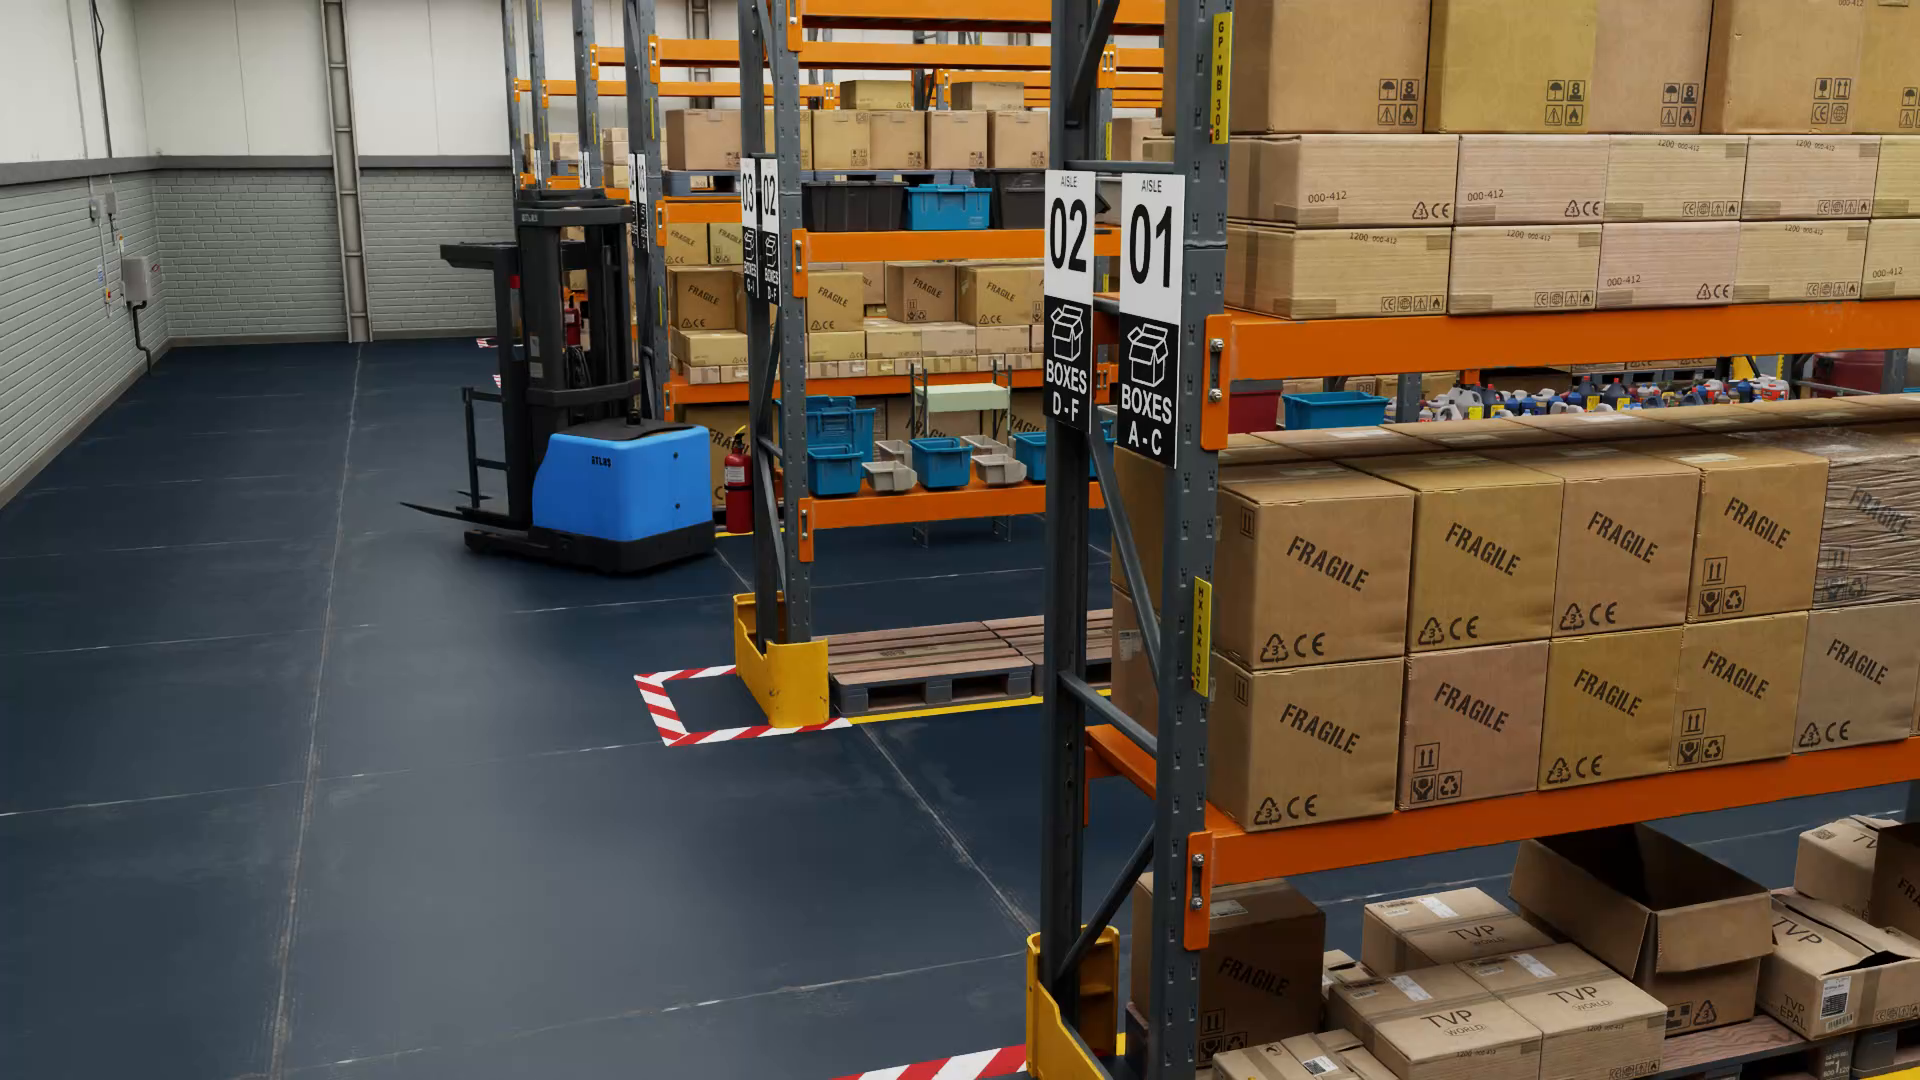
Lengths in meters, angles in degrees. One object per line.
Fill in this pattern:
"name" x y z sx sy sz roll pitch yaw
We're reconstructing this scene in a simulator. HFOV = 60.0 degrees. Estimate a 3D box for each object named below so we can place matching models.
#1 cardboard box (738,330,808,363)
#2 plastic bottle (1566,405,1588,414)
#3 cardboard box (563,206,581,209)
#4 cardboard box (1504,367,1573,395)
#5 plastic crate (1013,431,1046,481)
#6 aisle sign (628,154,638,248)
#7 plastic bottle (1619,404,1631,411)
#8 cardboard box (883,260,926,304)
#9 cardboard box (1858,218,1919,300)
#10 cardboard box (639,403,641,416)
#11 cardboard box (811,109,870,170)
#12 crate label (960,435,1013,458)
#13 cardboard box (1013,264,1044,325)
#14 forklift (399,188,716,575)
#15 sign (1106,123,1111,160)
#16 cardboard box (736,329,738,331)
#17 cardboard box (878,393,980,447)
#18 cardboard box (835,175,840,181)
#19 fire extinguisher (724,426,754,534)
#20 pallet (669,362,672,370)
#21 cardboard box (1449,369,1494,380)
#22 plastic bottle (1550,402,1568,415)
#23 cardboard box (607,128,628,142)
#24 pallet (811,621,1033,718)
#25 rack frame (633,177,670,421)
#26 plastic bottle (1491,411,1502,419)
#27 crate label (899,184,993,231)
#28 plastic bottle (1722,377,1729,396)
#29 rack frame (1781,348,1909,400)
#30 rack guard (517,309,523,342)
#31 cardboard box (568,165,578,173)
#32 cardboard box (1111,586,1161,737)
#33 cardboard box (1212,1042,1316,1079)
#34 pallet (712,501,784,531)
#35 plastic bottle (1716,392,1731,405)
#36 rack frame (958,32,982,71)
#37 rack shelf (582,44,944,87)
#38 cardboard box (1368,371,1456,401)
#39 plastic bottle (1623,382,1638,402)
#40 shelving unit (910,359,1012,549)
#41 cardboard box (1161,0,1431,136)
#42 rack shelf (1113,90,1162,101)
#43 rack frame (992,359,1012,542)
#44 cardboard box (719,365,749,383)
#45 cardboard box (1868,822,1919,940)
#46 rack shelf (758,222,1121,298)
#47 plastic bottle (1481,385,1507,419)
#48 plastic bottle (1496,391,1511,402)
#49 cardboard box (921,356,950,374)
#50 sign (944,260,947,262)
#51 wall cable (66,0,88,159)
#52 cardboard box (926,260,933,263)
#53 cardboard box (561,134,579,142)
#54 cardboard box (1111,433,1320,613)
"cardboard box" -1.625 -1.688 14.437 0.500 0.250 0.500 -5 14 -19
"plastic bottle" 4.152 -0.767 11.155 0.135 0.276 0.152 -4 14 -18
"cardboard box" -5.392 -4.590 23.177 0.250 0.149 0.380 -4 14 -17
"cardboard box" 6.051 -1.651 17.430 0.500 0.250 0.500 -3 14 -12
"plastic crate" 0.510 -0.505 10.014 0.300 0.233 0.416 -4 14 -18
"aisle sign" -2.820 -2.925 14.340 0.004 0.787 0.394 -4 14 -18
"plastic bottle" 4.491 -0.785 11.238 0.097 0.271 0.097 0 13 0
"cardboard box" -0.719 -3.086 19.776 0.500 0.500 0.500 -4 14 -18
"cardboard box" 2.966 -0.941 5.459 0.500 0.250 0.500 -4 14 -18
"cardboard box" -3.544 -1.481 19.140 0.250 0.149 0.380 -4 14 -17
"cardboard box" -1.134 -3.475 14.447 0.500 0.500 0.700 -5 14 -22
"crate label" 0.174 -0.559 10.449 0.243 0.136 0.396 -4 14 -18
"cardboard box" 0.785 -2.239 15.135 0.500 0.500 0.500 -4 14 -16
"forklift" -3.488 -1.400 13.696 3.031 2.935 1.130 9 16 34
"sign" 1.313 -3.523 14.701 0.005 0.325 0.100 -4 14 -18
"cardboard box" -1.801 -1.803 14.922 0.500 0.250 0.500 -5 14 -19
"cardboard box" -0.369 -0.968 15.415 0.875 0.875 0.875 -4 14 -18
"cardboard box" -1.688 -4.209 19.199 0.500 0.250 0.500 -5 14 -19
"fire extinguisher" -1.364 -0.383 10.244 0.183 0.674 0.296 -4 14 -18
"pallet" -3.930 -2.582 24.542 1.213 0.211 1.003 -4 14 -18
"cardboard box" 6.671 -2.625 22.651 0.750 0.750 1.050 -5 14 -18
"plastic bottle" 4.104 -0.801 11.295 0.135 0.276 0.152 -4 14 -18
"cardboard box" -3.763 -4.493 18.448 0.250 0.149 0.380 -5 14 -19
"pallet" -0.282 0.791 10.363 1.213 0.211 1.003 -4 14 -18
"rack frame" -2.656 -1.600 14.387 0.127 3.000 1.000 -4 14 -18
"plastic bottle" 3.520 -0.709 10.921 0.097 0.271 0.097 0 13 0
"crate label" -0.099 -1.898 9.479 0.502 0.251 0.408 -4 14 -18
"plastic bottle" 5.666 -1.072 12.420 0.133 0.283 0.061 -4 14 -18
"rack frame" 6.506 -1.104 12.302 0.127 3.000 1.000 -4 14 -18
"rack guard" -7.331 -3.651 28.413 0.348 0.500 1.175 -4 14 -18
"cardboard box" -6.538 -6.212 27.836 0.250 0.149 0.380 -4 14 -18
"cardboard box" 0.837 0.432 5.630 0.500 0.500 0.500 -4 14 -16
"cardboard box" 1.006 1.790 5.344 0.250 0.149 0.380 -4 14 -18
"pallet" -1.923 -0.319 15.030 1.213 0.211 1.003 -4 14 -18
"plastic bottle" 5.611 -0.986 12.236 0.097 0.201 0.097 0 13 0
"rack frame" 0.179 -8.371 29.888 0.127 3.000 1.000 -4 14 -18
"rack shelf" -2.247 -5.410 19.002 4.000 0.370 1.077 -4 14 -18
"cardboard box" 4.265 -1.315 16.872 0.875 0.875 1.225 -5 14 -21
"plastic bottle" 4.883 -1.011 12.163 0.133 0.283 0.061 -4 14 -18
"shelving unit" 0.006 -0.730 13.971 0.755 1.500 0.431 -4 14 -18
"cardboard box" 0.982 -1.463 4.952 0.500 0.500 0.700 -4 14 -18
"rack shelf" 3.661 -6.885 26.063 4.000 0.370 1.077 -4 14 -18
"rack frame" 0.353 -0.757 14.085 0.023 1.500 0.400 -4 14 -18
"cardboard box" -1.972 -1.451 14.303 0.250 0.149 0.380 -5 14 -19
"cardboard box" 3.841 1.384 6.293 0.500 0.500 0.500 -4 14 -18
"rack shelf" 0.819 -1.771 10.177 4.000 0.370 1.077 -4 14 -18
"plastic bottle" 3.703 -0.907 11.578 0.185 0.351 0.144 -4 14 -18
"plastic bottle" 3.809 -0.913 11.766 0.135 0.276 0.152 -4 14 -18
"cardboard box" -0.267 -1.584 14.861 0.250 0.149 0.380 -5 14 -19
"sign" -0.171 -3.293 19.635 0.005 0.325 0.100 -4 14 -18
"wall cable" -11.118 -6.210 20.806 0.029 3.000 0.463 -4 14 -18
"cardboard box" -0.547 -4.286 24.921 0.500 0.250 0.500 -4 14 -17
"cardboard box" -6.415 -6.647 27.725 0.500 0.250 0.500 -5 14 -18
"cardboard box" 0.834 -0.055 5.516 0.500 0.500 0.500 -5 14 -19
